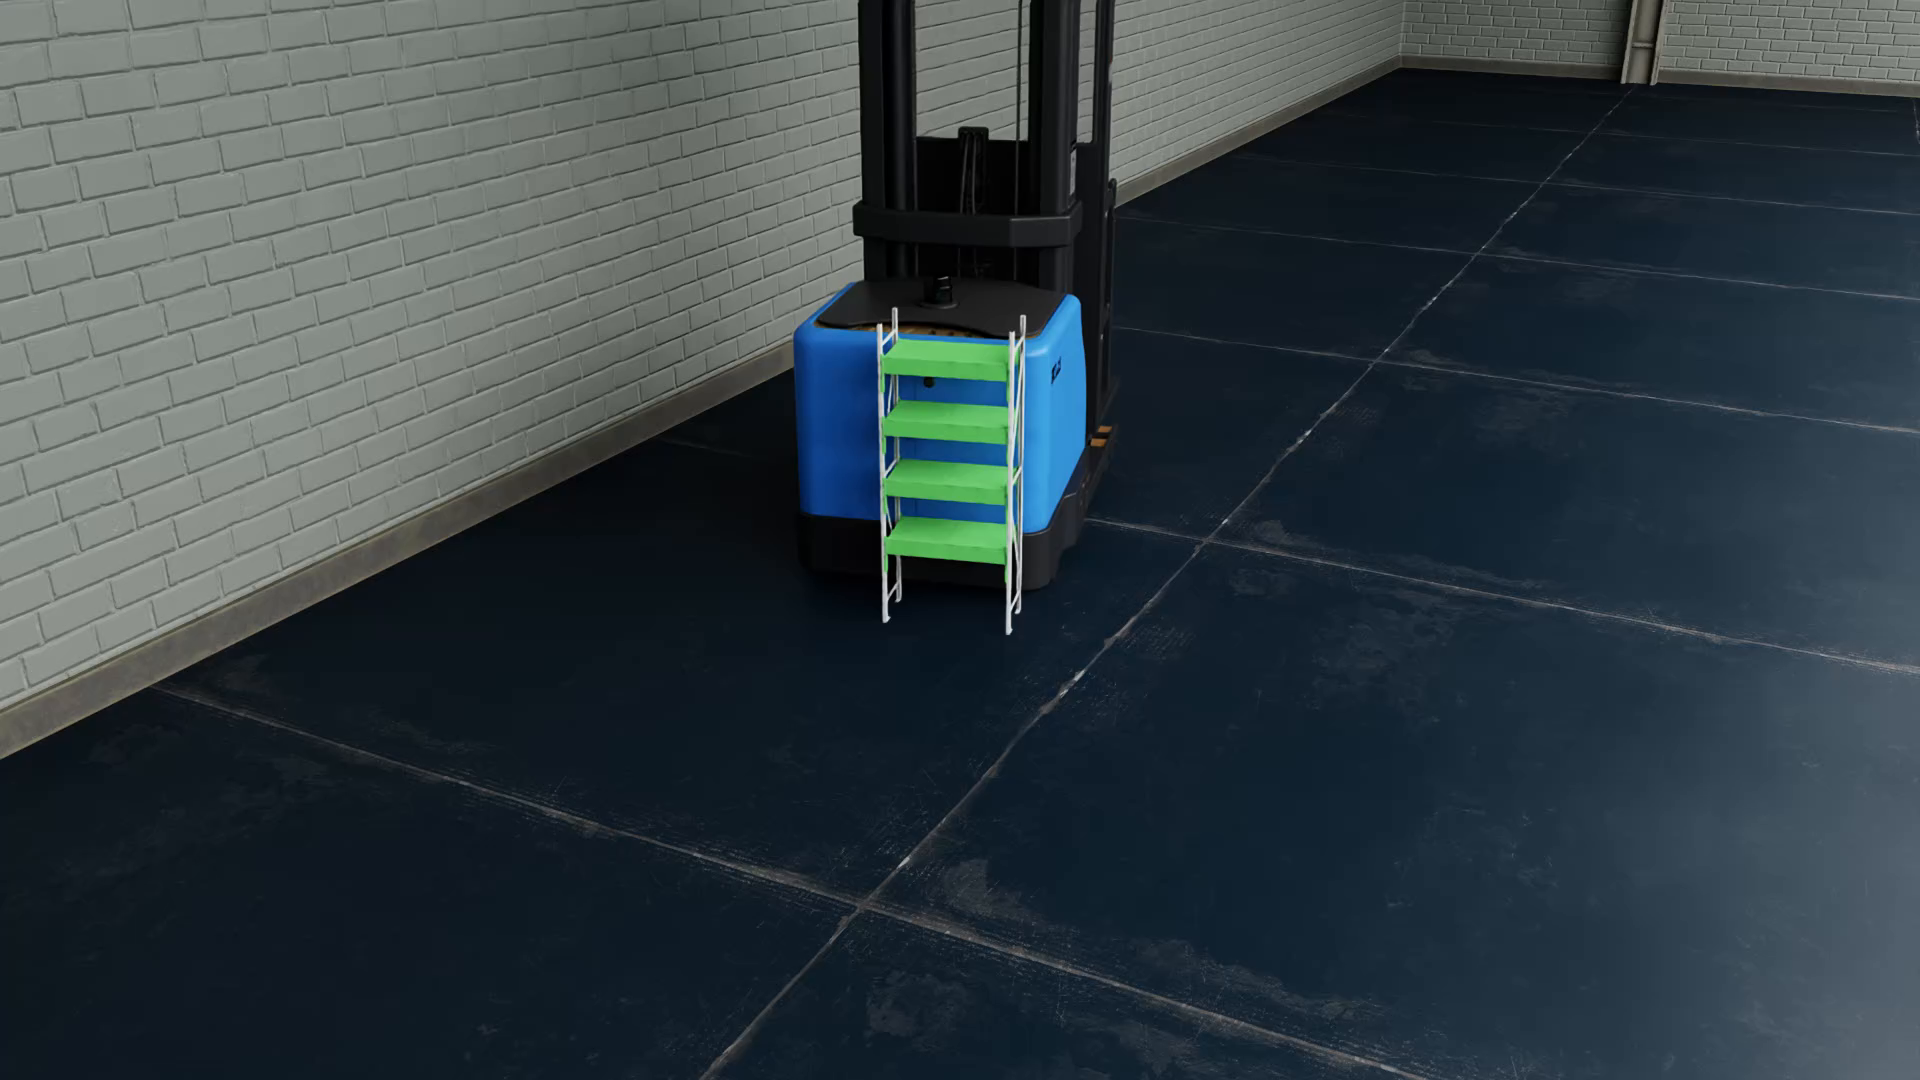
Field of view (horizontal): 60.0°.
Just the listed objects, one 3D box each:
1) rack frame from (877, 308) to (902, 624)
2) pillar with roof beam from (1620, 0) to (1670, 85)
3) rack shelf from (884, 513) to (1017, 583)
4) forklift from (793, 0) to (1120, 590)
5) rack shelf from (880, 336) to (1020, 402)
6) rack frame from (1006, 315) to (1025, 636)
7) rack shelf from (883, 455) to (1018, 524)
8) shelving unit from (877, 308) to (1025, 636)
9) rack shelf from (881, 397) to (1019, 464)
[{"bbox_3d":[-0.268,-0.273,6.358,0.015,1.200,0.240,5,24,11],"label":"rack frame"},{"bbox_3d":[6.436,-8.286,15.235,0.400,9.000,9.100,11,25,25],"label":"pillar with roof beam"},{"bbox_3d":[-0.030,0.027,6.429,0.480,0.148,0.258,5,24,11],"label":"rack shelf"},{"bbox_3d":[0.162,-1.698,7.497,1.130,2.935,3.031,5,24,12],"label":"forklift"},{"bbox_3d":[-0.030,-0.635,6.147,0.480,0.148,0.258,5,24,11],"label":"rack shelf"},{"bbox_3d":[0.208,-0.232,6.262,0.015,1.200,0.240,5,24,11],"label":"rack frame"},{"bbox_3d":[-0.030,-0.193,6.335,0.480,0.148,0.258,5,24,11],"label":"rack shelf"},{"bbox_3d":[-0.030,-0.252,6.310,0.503,1.200,0.258,5,24,11],"label":"shelving unit"},{"bbox_3d":[-0.030,-0.414,6.241,0.480,0.148,0.258,5,24,11],"label":"rack shelf"}]
